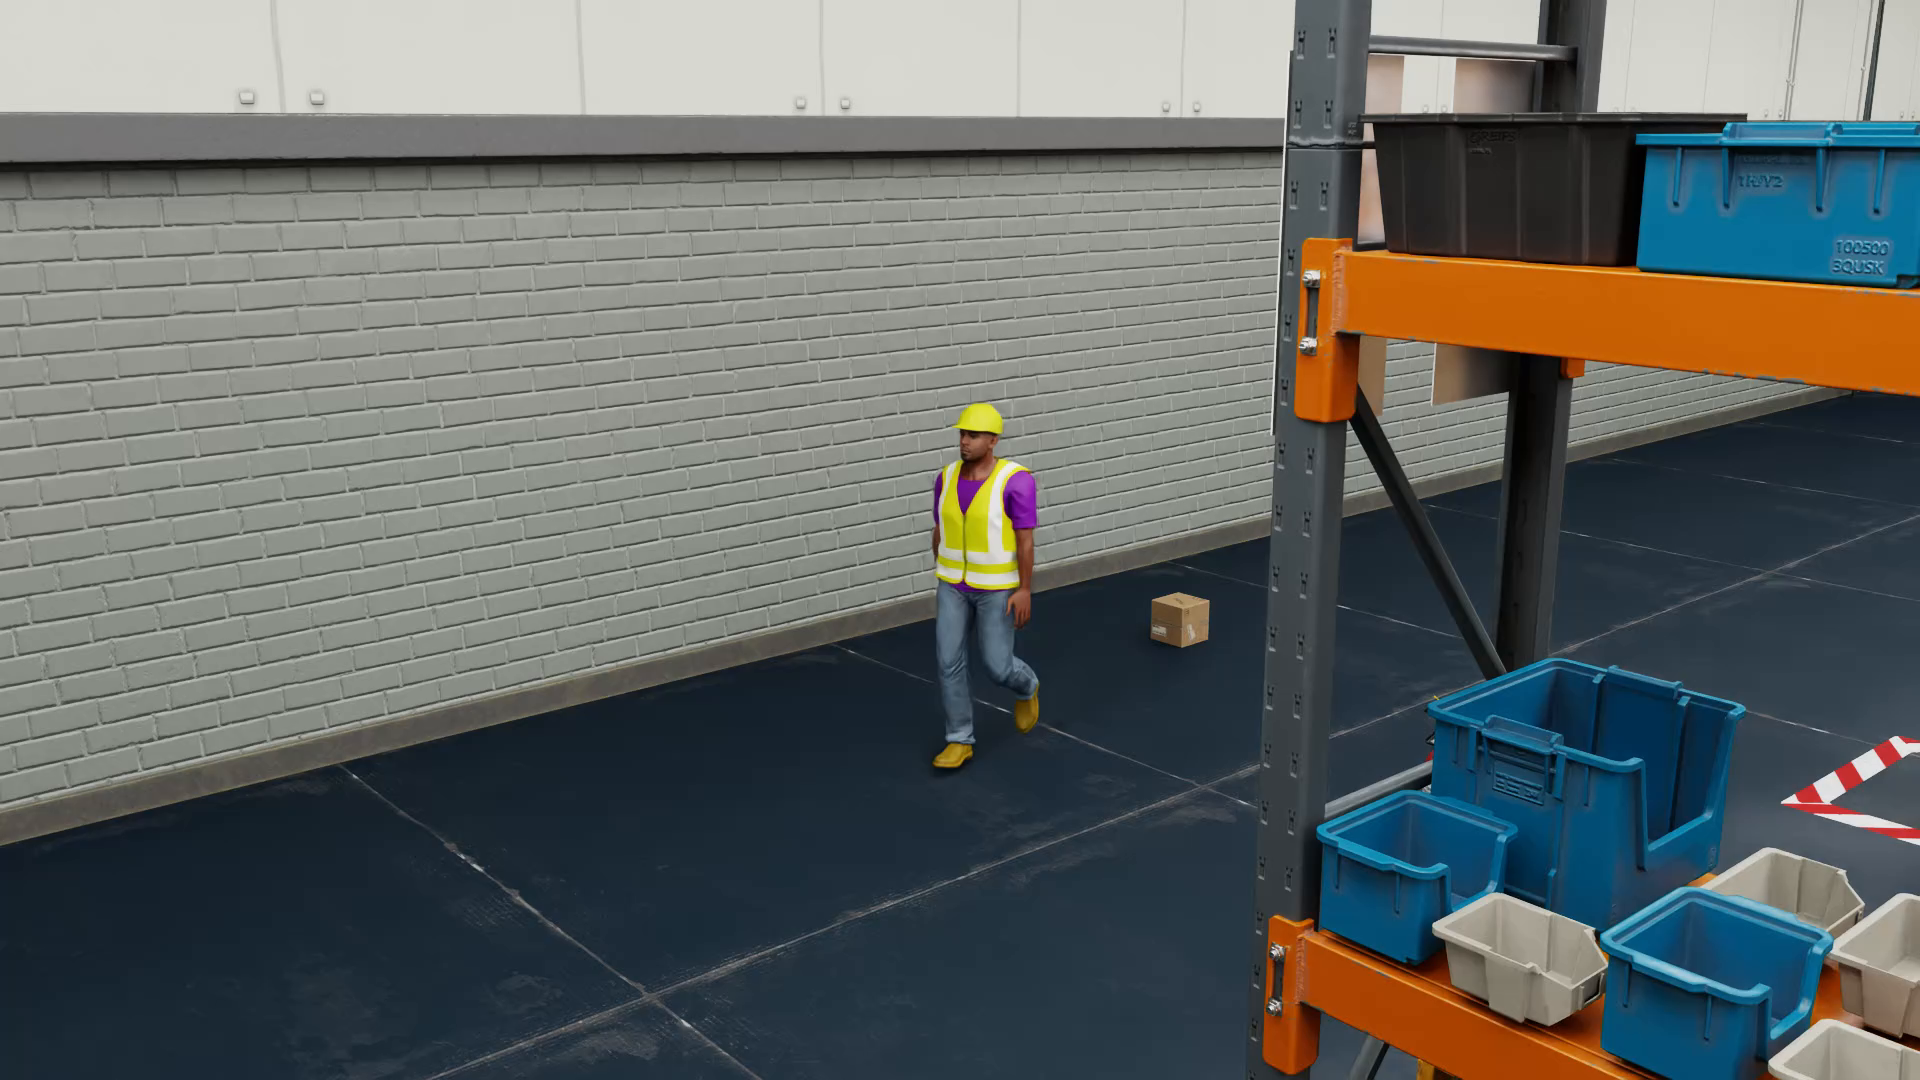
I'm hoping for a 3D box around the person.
[{"bbox_3d":[0.111,0.203,8.057,0.575,1.747,0.740,7,16,26],"label":"person"}]
